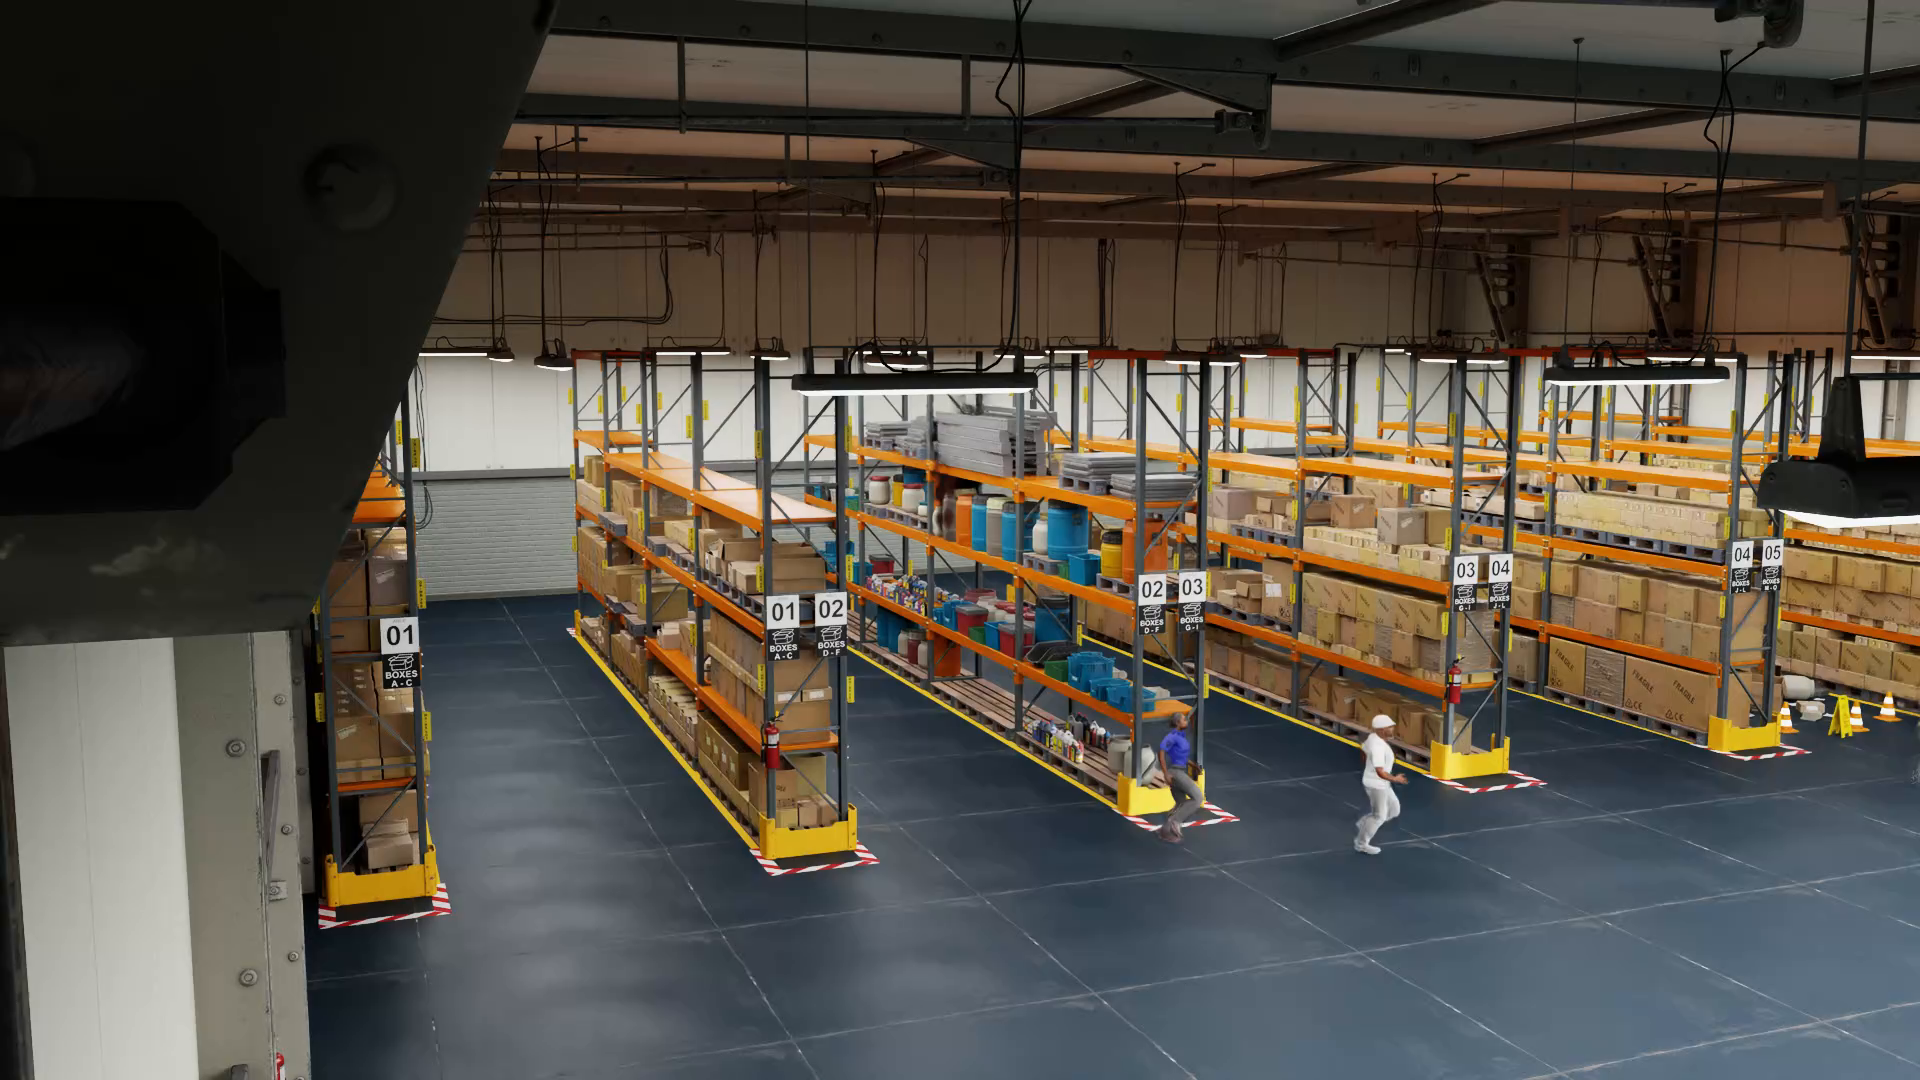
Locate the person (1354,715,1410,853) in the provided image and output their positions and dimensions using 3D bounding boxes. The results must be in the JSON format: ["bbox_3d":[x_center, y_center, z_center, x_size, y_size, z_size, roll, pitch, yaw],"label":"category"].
[{"bbox_3d":[5.144,2.965,20.257,0.630,1.713,0.688,2,7,12],"label":"person"}]

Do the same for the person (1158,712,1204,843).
[{"bbox_3d":[2.787,2.956,20.820,0.567,1.585,0.593,2,7,14],"label":"person"}]
